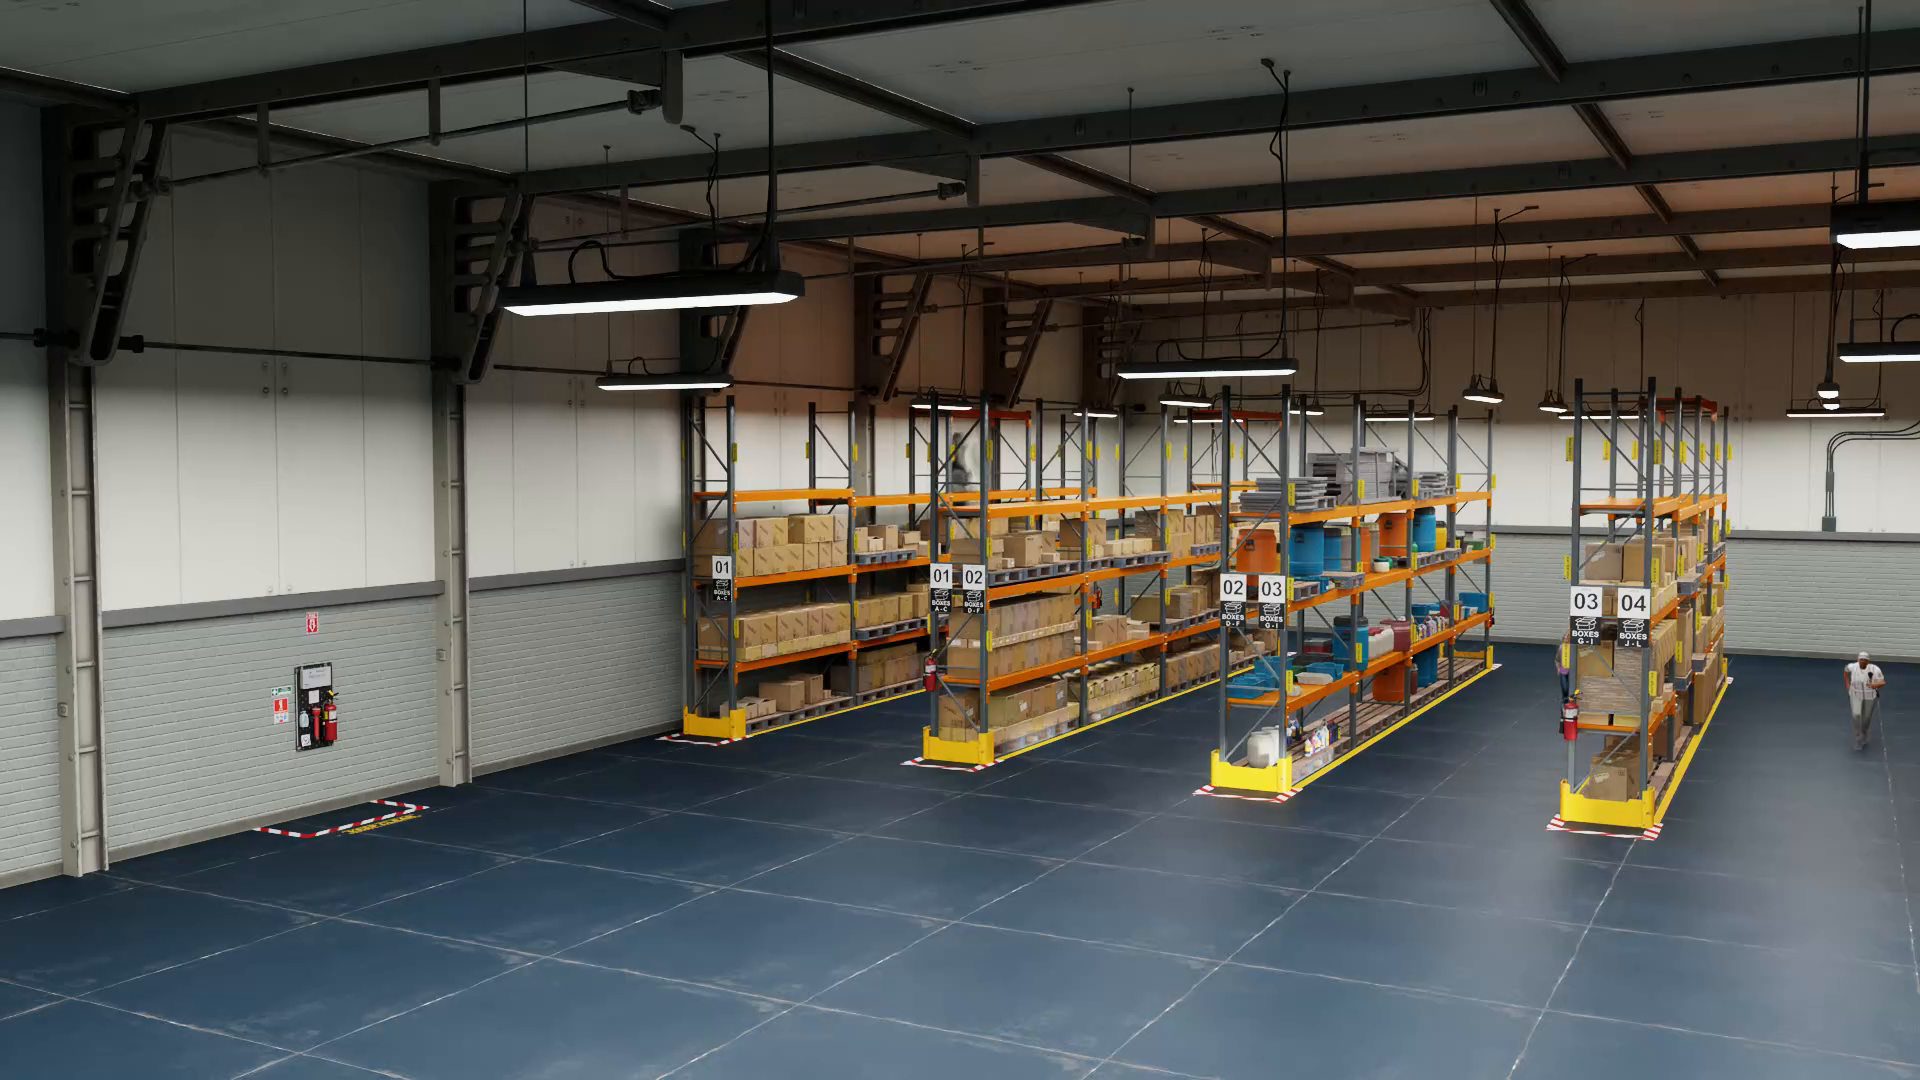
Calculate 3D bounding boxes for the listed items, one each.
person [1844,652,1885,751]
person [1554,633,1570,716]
[{"bbox_3d":[15.349,2.713,28.249,0.603,1.680,0.924,1,3,26],"label":"person"},{"bbox_3d":[11.632,2.563,31.733,0.556,1.576,0.607,2,4,32],"label":"person"}]
